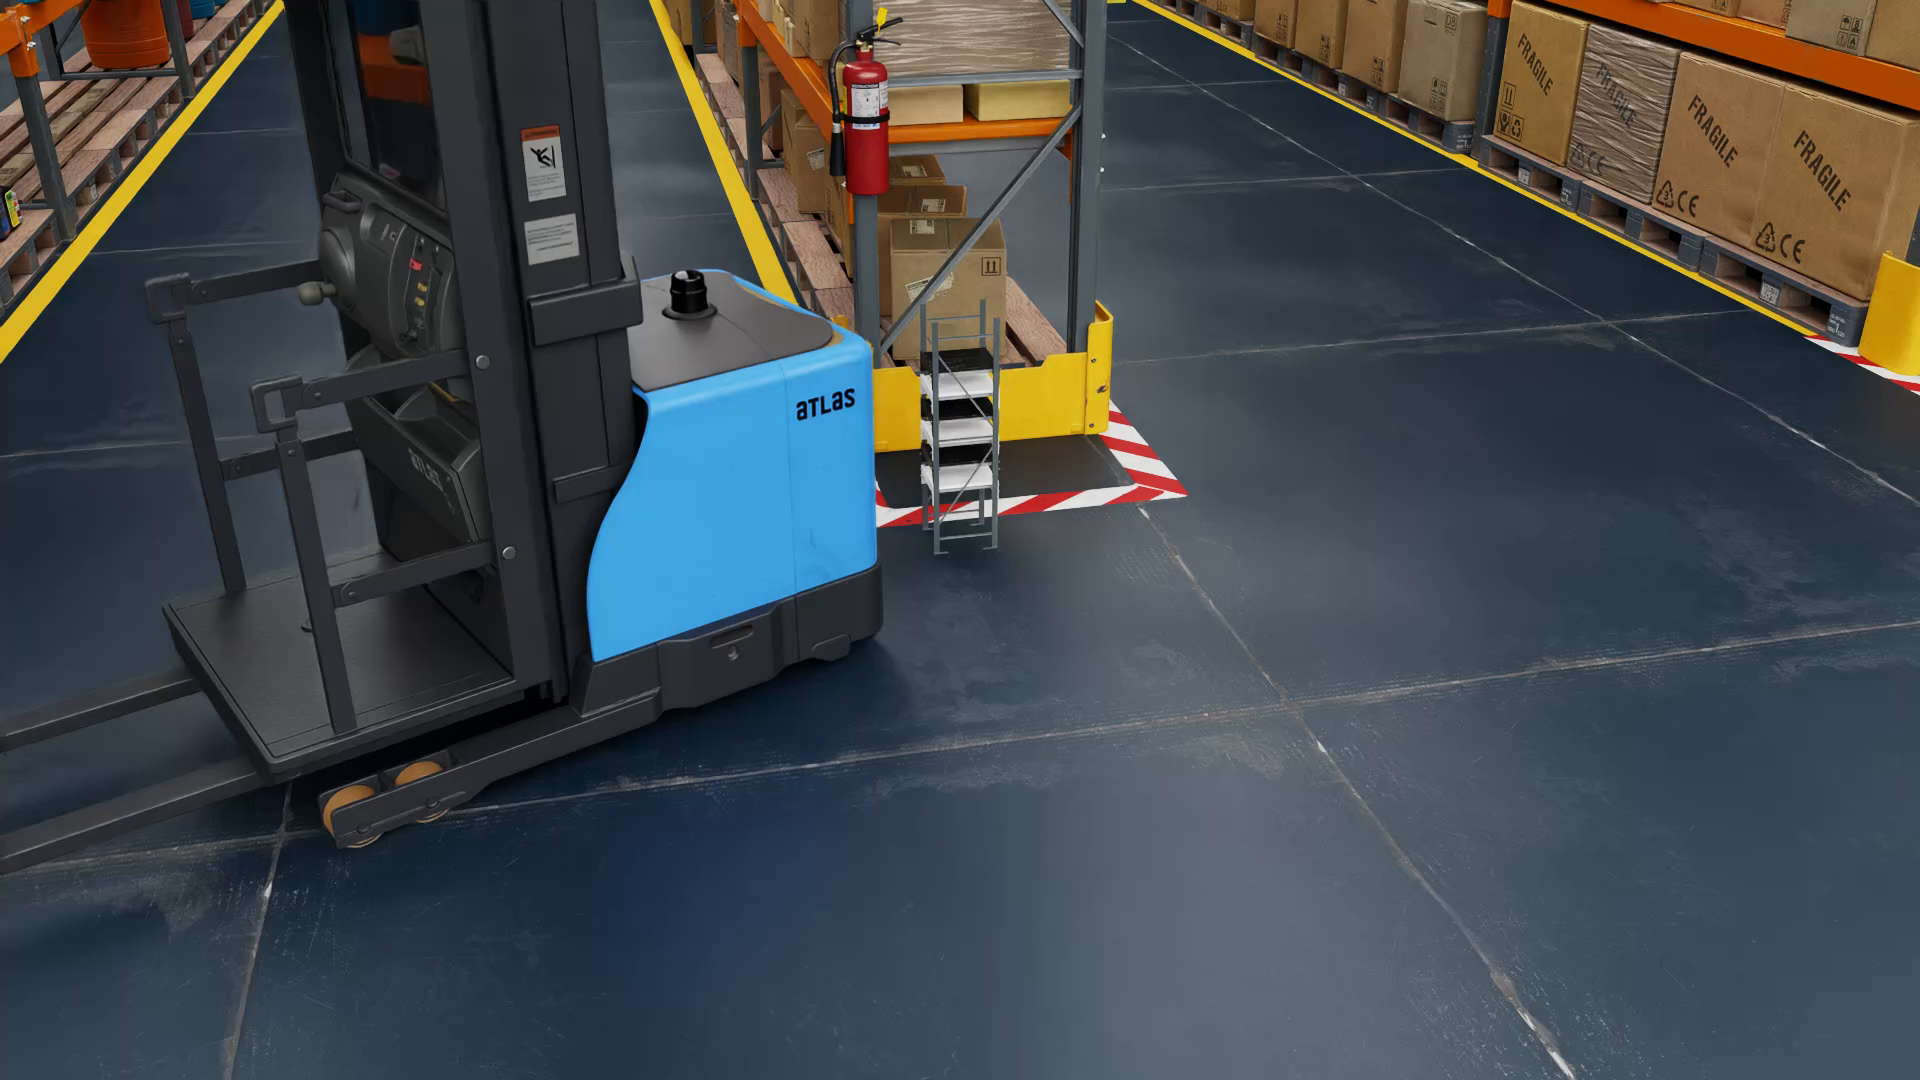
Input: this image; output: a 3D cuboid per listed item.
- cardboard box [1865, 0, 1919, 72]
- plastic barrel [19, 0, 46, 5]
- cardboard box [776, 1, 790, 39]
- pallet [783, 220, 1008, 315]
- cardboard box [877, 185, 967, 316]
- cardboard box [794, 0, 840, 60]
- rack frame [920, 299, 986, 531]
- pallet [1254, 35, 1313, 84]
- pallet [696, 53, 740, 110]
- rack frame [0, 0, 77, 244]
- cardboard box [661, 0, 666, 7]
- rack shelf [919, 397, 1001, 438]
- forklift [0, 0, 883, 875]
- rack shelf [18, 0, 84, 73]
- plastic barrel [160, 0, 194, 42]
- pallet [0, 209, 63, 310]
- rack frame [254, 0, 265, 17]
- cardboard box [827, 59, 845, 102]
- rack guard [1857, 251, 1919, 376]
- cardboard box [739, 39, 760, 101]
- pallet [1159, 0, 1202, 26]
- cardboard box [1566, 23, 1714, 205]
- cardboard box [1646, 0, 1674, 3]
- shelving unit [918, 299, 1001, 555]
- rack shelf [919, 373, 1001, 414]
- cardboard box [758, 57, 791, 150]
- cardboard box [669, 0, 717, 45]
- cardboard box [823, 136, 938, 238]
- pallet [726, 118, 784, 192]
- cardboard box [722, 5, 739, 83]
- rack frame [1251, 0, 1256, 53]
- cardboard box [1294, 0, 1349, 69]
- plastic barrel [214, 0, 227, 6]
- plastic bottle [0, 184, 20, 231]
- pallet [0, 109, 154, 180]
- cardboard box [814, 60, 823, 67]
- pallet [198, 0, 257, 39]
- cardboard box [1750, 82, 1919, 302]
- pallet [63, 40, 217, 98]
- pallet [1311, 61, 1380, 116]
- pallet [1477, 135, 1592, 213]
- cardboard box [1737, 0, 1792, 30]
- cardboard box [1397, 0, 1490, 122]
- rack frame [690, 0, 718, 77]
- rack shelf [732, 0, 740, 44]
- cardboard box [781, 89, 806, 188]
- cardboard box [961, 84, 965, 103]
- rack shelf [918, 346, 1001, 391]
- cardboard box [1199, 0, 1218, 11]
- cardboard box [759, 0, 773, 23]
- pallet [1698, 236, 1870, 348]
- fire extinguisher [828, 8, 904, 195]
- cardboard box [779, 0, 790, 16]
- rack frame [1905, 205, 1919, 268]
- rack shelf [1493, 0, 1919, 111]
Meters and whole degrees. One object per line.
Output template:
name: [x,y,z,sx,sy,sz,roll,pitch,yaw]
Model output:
cardboard box: [4.793,-2.471,7.651,0.875,0.550,0.550,-6,27,-12]
plastic barrel: [-5.453,-3.464,9.228,0.600,0.901,0.708,-6,27,-12]
cardboard box: [-0.729,-2.649,8.447,0.380,0.149,0.250,-6,27,-12]
pallet: [-0.371,-1.470,8.928,1.003,0.211,1.213,-6,27,-12]
cardboard box: [-0.227,-1.393,7.989,0.500,0.500,0.500,1,27,2]
cardboard box: [-0.261,-2.416,7.266,0.875,0.500,0.500,-6,27,-12]
rack frame: [-0.025,-0.450,6.143,0.240,0.900,0.006,-6,27,-12]
pallet: [3.222,-4.160,14.257,1.003,0.211,1.213,-6,27,-12]
pallet: [-1.562,-3.711,13.368,1.003,0.211,1.213,-6,27,-12]
rack frame: [-5.661,-3.040,8.944,1.000,3.000,0.127,-6,27,-12]
cardboard box: [-2.273,-5.623,15.953,1.225,0.875,0.875,-7,28,-13]
rack shelf: [-0.002,-0.456,6.029,0.258,0.077,0.200,-6,27,-12]
forklift: [-1.736,-0.733,4.448,3.031,2.935,1.130,-19,32,-33]
rack shelf: [-6.112,-3.597,10.846,1.077,0.370,4.000,-6,27,-12]
plastic barrel: [-6.944,-4.616,14.276,0.600,0.588,0.708,-6,27,-12]
pallet: [-5.551,-1.496,8.980,1.003,0.211,1.213,-6,27,-12]
rack frame: [-7.464,-6.552,15.902,1.000,3.000,0.127,-6,27,-12]
cardboard box: [-0.362,-1.993,7.149,0.380,0.149,0.250,-6,27,-12]
rack guard: [4.926,-1.120,7.914,1.175,0.500,0.348,-6,27,-12]
cardboard box: [-1.169,-3.352,11.848,0.700,0.500,0.500,-8,28,-16]
pallet: [2.672,-5.391,16.697,1.003,0.211,1.213,-6,27,-12]
cardboard box: [4.300,-2.563,9.890,0.875,0.875,0.875,-6,27,-11]
cardboard box: [4.267,-3.420,9.531,0.875,0.550,0.550,-6,27,-12]
shelving unit: [-0.002,-0.405,6.054,0.258,0.900,0.210,-6,27,-12]
rack shelf: [-0.002,-0.536,5.988,0.258,0.077,0.200,-6,27,-12]
cardboard box: [-0.953,-2.895,10.943,0.700,0.500,0.500,-8,28,-16]
cardboard box: [-1.872,-4.843,14.408,1.225,0.875,0.875,-7,28,-14]
cardboard box: [-0.432,-1.920,9.032,0.500,0.500,0.500,-8,28,-16]
pallet: [-1.013,-2.640,11.246,1.003,0.211,1.213,-6,27,-12]
cardboard box: [-1.429,-3.845,12.825,0.700,0.500,0.500,-8,28,-16]
rack frame: [3.118,-5.758,14.329,1.000,3.000,0.127,-6,27,-12]
cardboard box: [3.368,-4.281,13.434,1.050,0.750,0.750,-6,27,-11]
plastic barrel: [-7.358,-5.562,15.804,0.600,0.901,0.708,-6,27,-12]
plastic bottle: [-5.231,-1.846,9.105,0.061,0.283,0.133,-5,27,-9]
pallet: [-6.154,-2.673,11.311,1.003,0.211,1.213,-6,27,-12]
cardboard box: [-0.497,-2.326,7.808,0.380,0.149,0.250,-6,27,-12]
pallet: [-7.331,-4.964,15.851,1.003,0.211,1.213,-6,27,-12]
cardboard box: [4.704,-1.776,8.332,0.875,0.875,0.875,-6,27,-11]
pallet: [-6.781,-3.893,13.729,1.003,0.211,1.213,-6,27,-12]
pallet: [3.494,-3.625,13.198,1.003,0.211,1.213,-6,27,-12]
pallet: [4.115,-2.416,10.802,1.003,0.211,1.213,-6,27,-12]
cardboard box: [4.644,-2.969,8.637,0.875,0.550,0.550,-6,27,-12]
cardboard box: [3.792,-3.449,11.784,1.050,0.750,0.750,-6,27,-12]
rack frame: [-1.737,-5.299,13.419,1.000,3.000,0.127,-6,27,-12]
rack shelf: [-1.286,-4.100,11.842,1.077,0.370,4.000,-6,27,-12]
cardboard box: [-0.785,-2.435,10.053,0.500,0.500,0.500,-7,28,-13]
cardboard box: [0.196,-1.936,7.035,0.380,0.149,0.250,-6,27,-12]
rack shelf: [-0.002,-0.617,5.948,0.258,0.077,0.200,-6,27,-12]
cardboard box: [2.602,-5.320,15.770,0.500,0.500,0.500,-5,27,-10]
cardboard box: [-0.871,-2.865,8.876,0.380,0.149,0.250,-6,27,-12]
pallet: [4.665,-1.344,8.679,1.003,0.211,1.213,-6,27,-12]
fire extinguisher: [-0.357,-1.655,6.286,0.296,0.674,0.183,-6,27,-12]
cardboard box: [-0.433,-2.860,8.147,0.875,0.500,0.500,-6,27,-12]
rack frame: [4.921,-2.246,7.371,1.000,3.000,0.127,-6,27,-12]
rack shelf: [4.470,-2.803,9.273,1.077,0.370,4.000,-6,27,-12]
